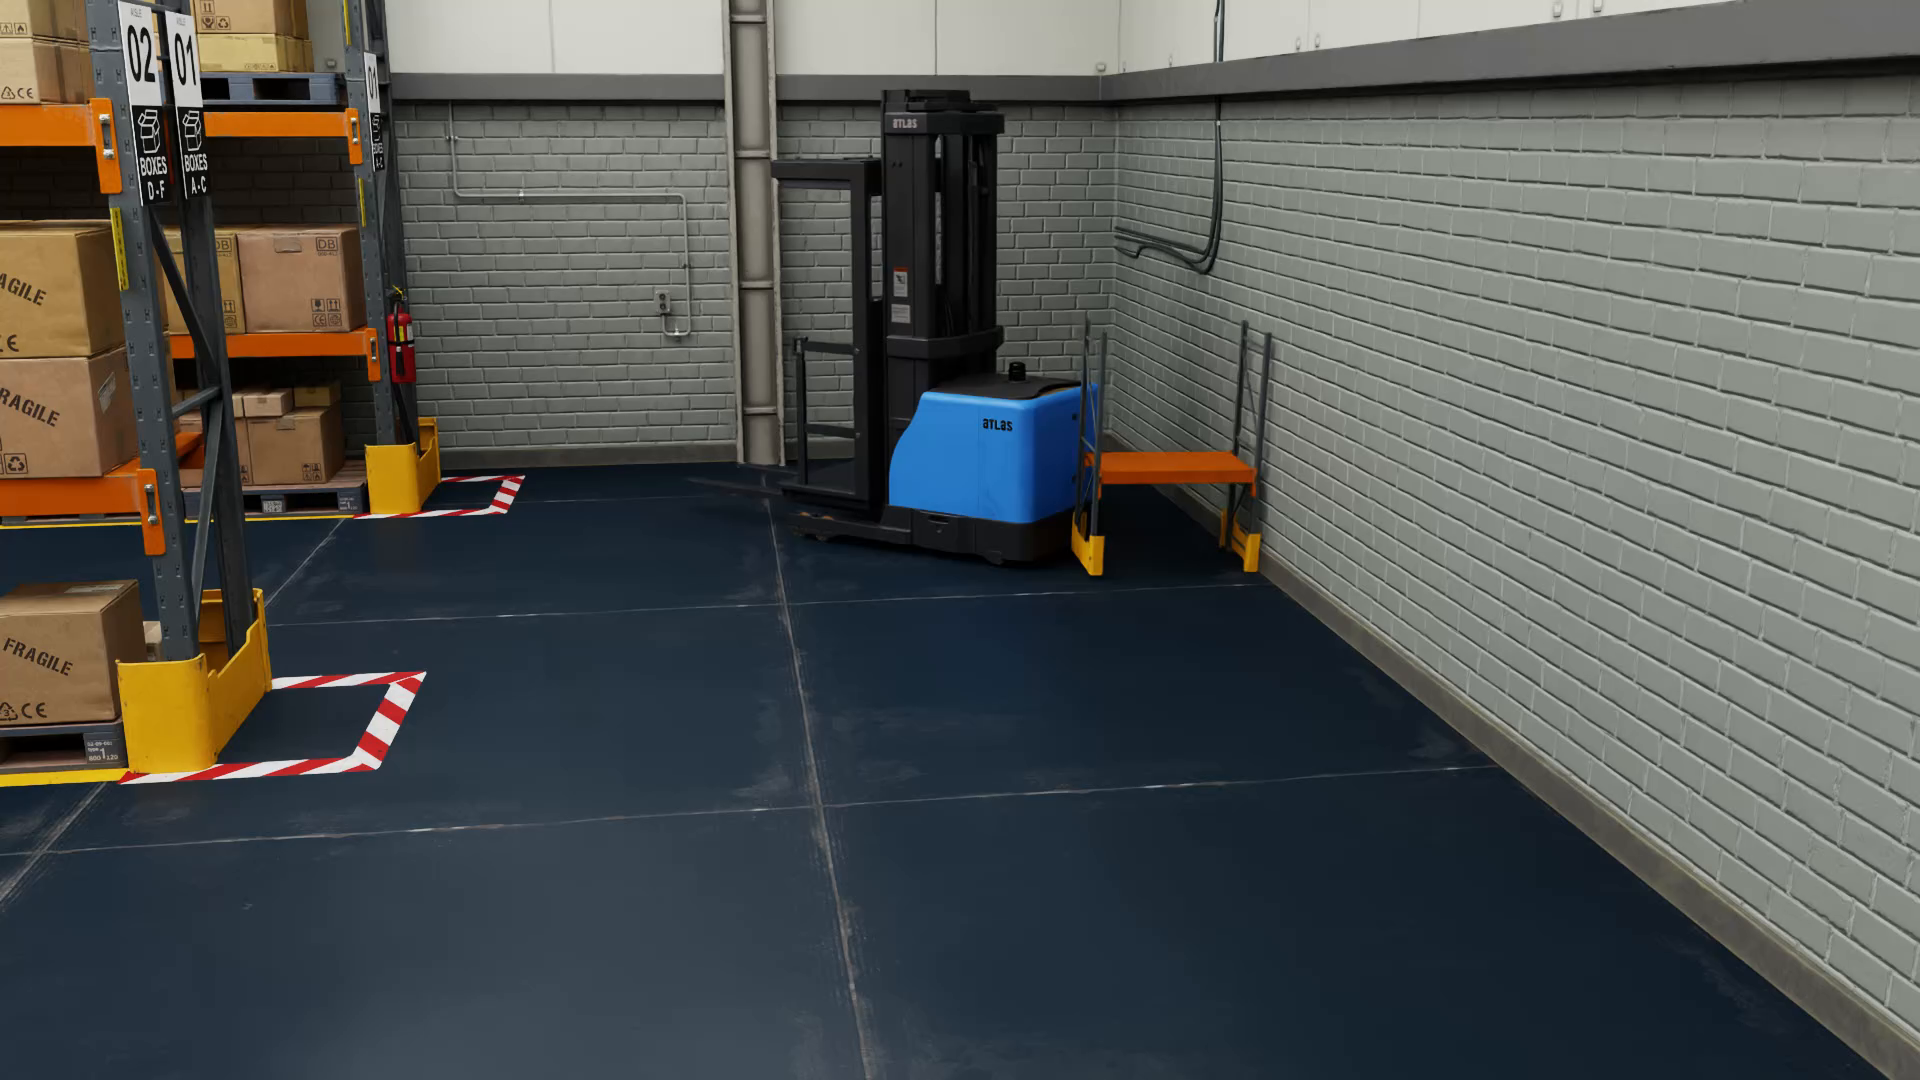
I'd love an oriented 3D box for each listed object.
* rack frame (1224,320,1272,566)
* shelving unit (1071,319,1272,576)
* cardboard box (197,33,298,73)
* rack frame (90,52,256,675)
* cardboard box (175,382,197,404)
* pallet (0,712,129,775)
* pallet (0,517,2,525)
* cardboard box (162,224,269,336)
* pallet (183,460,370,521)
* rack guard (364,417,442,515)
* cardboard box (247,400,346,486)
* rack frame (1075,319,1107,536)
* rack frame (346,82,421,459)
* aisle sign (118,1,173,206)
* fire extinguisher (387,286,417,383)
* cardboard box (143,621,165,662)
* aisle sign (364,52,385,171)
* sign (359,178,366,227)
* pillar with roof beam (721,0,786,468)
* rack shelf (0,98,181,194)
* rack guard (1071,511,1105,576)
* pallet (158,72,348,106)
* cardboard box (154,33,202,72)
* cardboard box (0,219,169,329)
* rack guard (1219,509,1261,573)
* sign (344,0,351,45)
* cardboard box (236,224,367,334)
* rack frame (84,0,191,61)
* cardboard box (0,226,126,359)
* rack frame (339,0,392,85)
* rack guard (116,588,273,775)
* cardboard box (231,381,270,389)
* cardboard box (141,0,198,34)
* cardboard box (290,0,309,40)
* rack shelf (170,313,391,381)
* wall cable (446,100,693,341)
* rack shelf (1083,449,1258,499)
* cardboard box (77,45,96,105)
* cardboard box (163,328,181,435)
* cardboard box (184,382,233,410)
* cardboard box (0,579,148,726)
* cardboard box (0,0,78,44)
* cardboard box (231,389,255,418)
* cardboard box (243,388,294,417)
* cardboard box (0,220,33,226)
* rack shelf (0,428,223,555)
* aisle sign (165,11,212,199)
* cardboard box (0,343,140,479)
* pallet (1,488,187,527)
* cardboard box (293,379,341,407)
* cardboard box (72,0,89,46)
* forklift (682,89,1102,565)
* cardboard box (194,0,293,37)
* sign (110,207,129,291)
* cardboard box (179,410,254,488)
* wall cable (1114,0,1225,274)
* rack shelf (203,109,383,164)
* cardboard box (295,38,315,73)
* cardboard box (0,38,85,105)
[{"bbox_3d":[1.810,-0.598,10.473,0.032,1.500,0.500,-1,16,-9],"label":"rack frame"},{"bbox_3d":[1.316,-0.591,10.398,1.083,1.500,0.587,-1,16,-9],"label":"shelving unit"},{"bbox_3d":[-4.870,-3.325,11.386,0.500,0.250,0.500,-2,14,-7],"label":"cardboard box"},{"bbox_3d":[-3.443,-0.589,7.406,0.127,3.000,1.000,-2,14,-8],"label":"rack frame"},{"bbox_3d":[-5.768,-1.053,12.196,0.250,0.149,0.380,-2,14,-8],"label":"cardboard box"},{"bbox_3d":[-4.307,0.795,7.618,1.213,0.211,1.003,-2,14,-8],"label":"pallet"},{"bbox_3d":[-7.377,-0.292,11.953,1.213,0.211,1.003,-2,14,-8],"label":"pallet"},{"bbox_3d":[-5.406,-1.876,11.921,0.700,0.700,0.980,-2,14,-9],"label":"cardboard box"},{"bbox_3d":[-4.964,-0.381,12.305,1.213,0.211,1.003,-2,14,-8],"label":"pallet"},{"bbox_3d":[-4.161,-0.569,12.464,0.348,0.500,1.175,-2,14,-8],"label":"rack guard"},{"bbox_3d":[-4.862,-0.723,12.213,0.500,0.500,0.700,-2,14,-8],"label":"cardboard box"},{"bbox_3d":[0.804,-0.583,10.321,0.032,1.500,0.500,-1,16,-9],"label":"rack frame"},{"bbox_3d":[-4.185,-1.781,12.157,0.127,3.000,1.000,-2,14,-8],"label":"rack frame"},{"bbox_3d":[-3.330,-1.779,6.806,0.004,0.787,0.394,-2,14,-8],"label":"aisle sign"},{"bbox_3d":[-3.967,-1.457,11.791,0.183,0.674,0.296,-2,14,-8],"label":"fire extinguisher"},{"bbox_3d":[-3.909,0.512,7.968,0.250,0.149,0.380,-2,14,-8],"label":"cardboard box"},{"bbox_3d":[-4.069,-2.972,11.563,0.004,0.787,0.394,-2,14,-8],"label":"aisle sign"},{"bbox_3d":[-4.118,-2.326,11.465,0.005,0.325,0.100,-2,14,-8],"label":"sign"},{"bbox_3d":[-1.003,-3.961,8.518,0.400,9.000,9.100,-2,14,-8],"label":"pillar with roof beam"},{"bbox_3d":[-5.421,-1.623,6.840,4.000,0.370,1.077,-2,14,-8],"label":"rack shelf"},{"bbox_3d":[0.806,0.017,10.500,0.087,0.250,0.587,-1,16,-9],"label":"rack guard"},{"bbox_3d":[-4.917,-3.163,11.685,1.213,0.211,1.003,-2,14,-8],"label":"pallet"},{"bbox_3d":[-5.384,-3.306,11.310,0.500,0.250,0.500,-3,14,-10],"label":"cardboard box"},{"bbox_3d":[-3.922,-1.170,7.461,0.500,0.500,0.500,-2,14,-7],"label":"cardboard box"},{"bbox_3d":[1.791,0.001,10.648,0.087,0.250,0.587,-1,16,-9],"label":"rack guard"},{"bbox_3d":[-4.118,-3.496,11.171,0.005,0.325,0.100,-2,14,-8],"label":"sign"},{"bbox_3d":[-4.688,-1.906,12.037,0.700,0.700,0.980,-1,14,-6],"label":"cardboard box"},{"bbox_3d":[-3.443,-3.499,6.676,0.127,3.000,1.000,-2,14,-8],"label":"rack frame"},{"bbox_3d":[-3.843,-1.041,6.944,0.500,0.500,0.500,-2,14,-9],"label":"cardboard box"},{"bbox_3d":[-4.185,-4.691,11.427,0.127,3.000,1.000,-2,14,-8],"label":"rack frame"},{"bbox_3d":[-3.519,0.626,7.699,0.348,0.500,1.175,-2,14,-8],"label":"rack guard"},{"bbox_3d":[-5.269,-1.071,12.270,0.250,0.149,0.380,-2,14,-8],"label":"cardboard box"},{"bbox_3d":[-5.365,-3.671,11.226,0.500,0.500,0.500,-2,14,-7],"label":"cardboard box"},{"bbox_3d":[-4.943,-3.811,11.782,0.500,0.500,0.500,-3,14,-10],"label":"cardboard box"},{"bbox_3d":[-6.163,-1.359,11.955,4.000,0.370,1.077,-2,14,-8],"label":"rack shelf"},{"bbox_3d":[-3.060,-2.548,13.125,1.851,1.984,0.084,-2,14,-8],"label":"wall cable"},{"bbox_3d":[1.302,-0.418,10.447,1.000,0.185,0.538,-1,16,-9],"label":"rack shelf"},{"bbox_3d":[-3.989,-2.014,7.229,0.500,0.250,0.500,-2,14,-8],"label":"cardboard box"},{"bbox_3d":[-3.922,-0.685,7.583,0.500,0.500,0.500,-2,14,-7],"label":"cardboard box"},{"bbox_3d":[-5.517,-1.062,12.234,0.250,0.149,0.380,-2,14,-8],"label":"cardboard box"},{"bbox_3d":[-3.944,0.489,7.342,0.500,0.500,0.500,-2,14,-8],"label":"cardboard box"},{"bbox_3d":[-3.914,-2.134,6.680,0.500,0.250,0.500,-2,14,-8],"label":"cardboard box"},{"bbox_3d":[-5.215,-0.979,11.903,0.250,0.149,0.380,-2,14,-7],"label":"cardboard box"},{"bbox_3d":[-4.962,-0.989,11.940,0.250,0.149,0.380,-2,14,-9],"label":"cardboard box"},{"bbox_3d":[-4.437,-1.150,7.378,0.500,0.500,0.500,-2,14,-8],"label":"cardboard box"},{"bbox_3d":[-5.421,-0.168,7.205,4.000,0.370,1.077,-2,14,-8],"label":"rack shelf"},{"bbox_3d":[-3.420,-1.924,7.381,0.004,0.787,0.394,-2,14,-8],"label":"aisle sign"},{"bbox_3d":[-3.846,-0.556,7.068,0.500,0.500,0.500,-2,14,-7],"label":"cardboard box"},{"bbox_3d":[-6.168,-0.337,12.132,1.213,0.211,1.003,-2,14,-8],"label":"pallet"},{"bbox_3d":[-4.769,-1.090,12.344,0.250,0.149,0.380,-2,14,-8],"label":"cardboard box"},{"bbox_3d":[-3.990,-2.258,7.174,0.500,0.250,0.500,-2,14,-8],"label":"cardboard box"},{"bbox_3d":[-0.567,-1.516,11.241,3.031,2.935,1.130,9,17,32],"label":"forklift"},{"bbox_3d":[-4.868,-3.687,11.288,0.500,0.500,0.500,-2,14,-8],"label":"cardboard box"},{"bbox_3d":[-3.381,-1.170,6.691,0.005,0.325,0.100,-2,14,-8],"label":"sign"},{"bbox_3d":[-5.357,-0.705,12.140,0.500,0.500,0.700,-2,14,-8],"label":"cardboard box"},{"bbox_3d":[1.461,-3.304,12.279,0.112,2.526,3.097,-2,14,-8],"label":"wall cable"},{"bbox_3d":[-6.163,-2.814,11.590,4.000,0.370,1.077,-2,14,-8],"label":"rack shelf"},{"bbox_3d":[-4.944,-3.448,11.877,0.500,0.250,0.500,-1,14,-5],"label":"cardboard box"},{"bbox_3d":[-3.912,-1.890,6.732,0.500,0.250,0.500,-2,14,-8],"label":"cardboard box"}]
